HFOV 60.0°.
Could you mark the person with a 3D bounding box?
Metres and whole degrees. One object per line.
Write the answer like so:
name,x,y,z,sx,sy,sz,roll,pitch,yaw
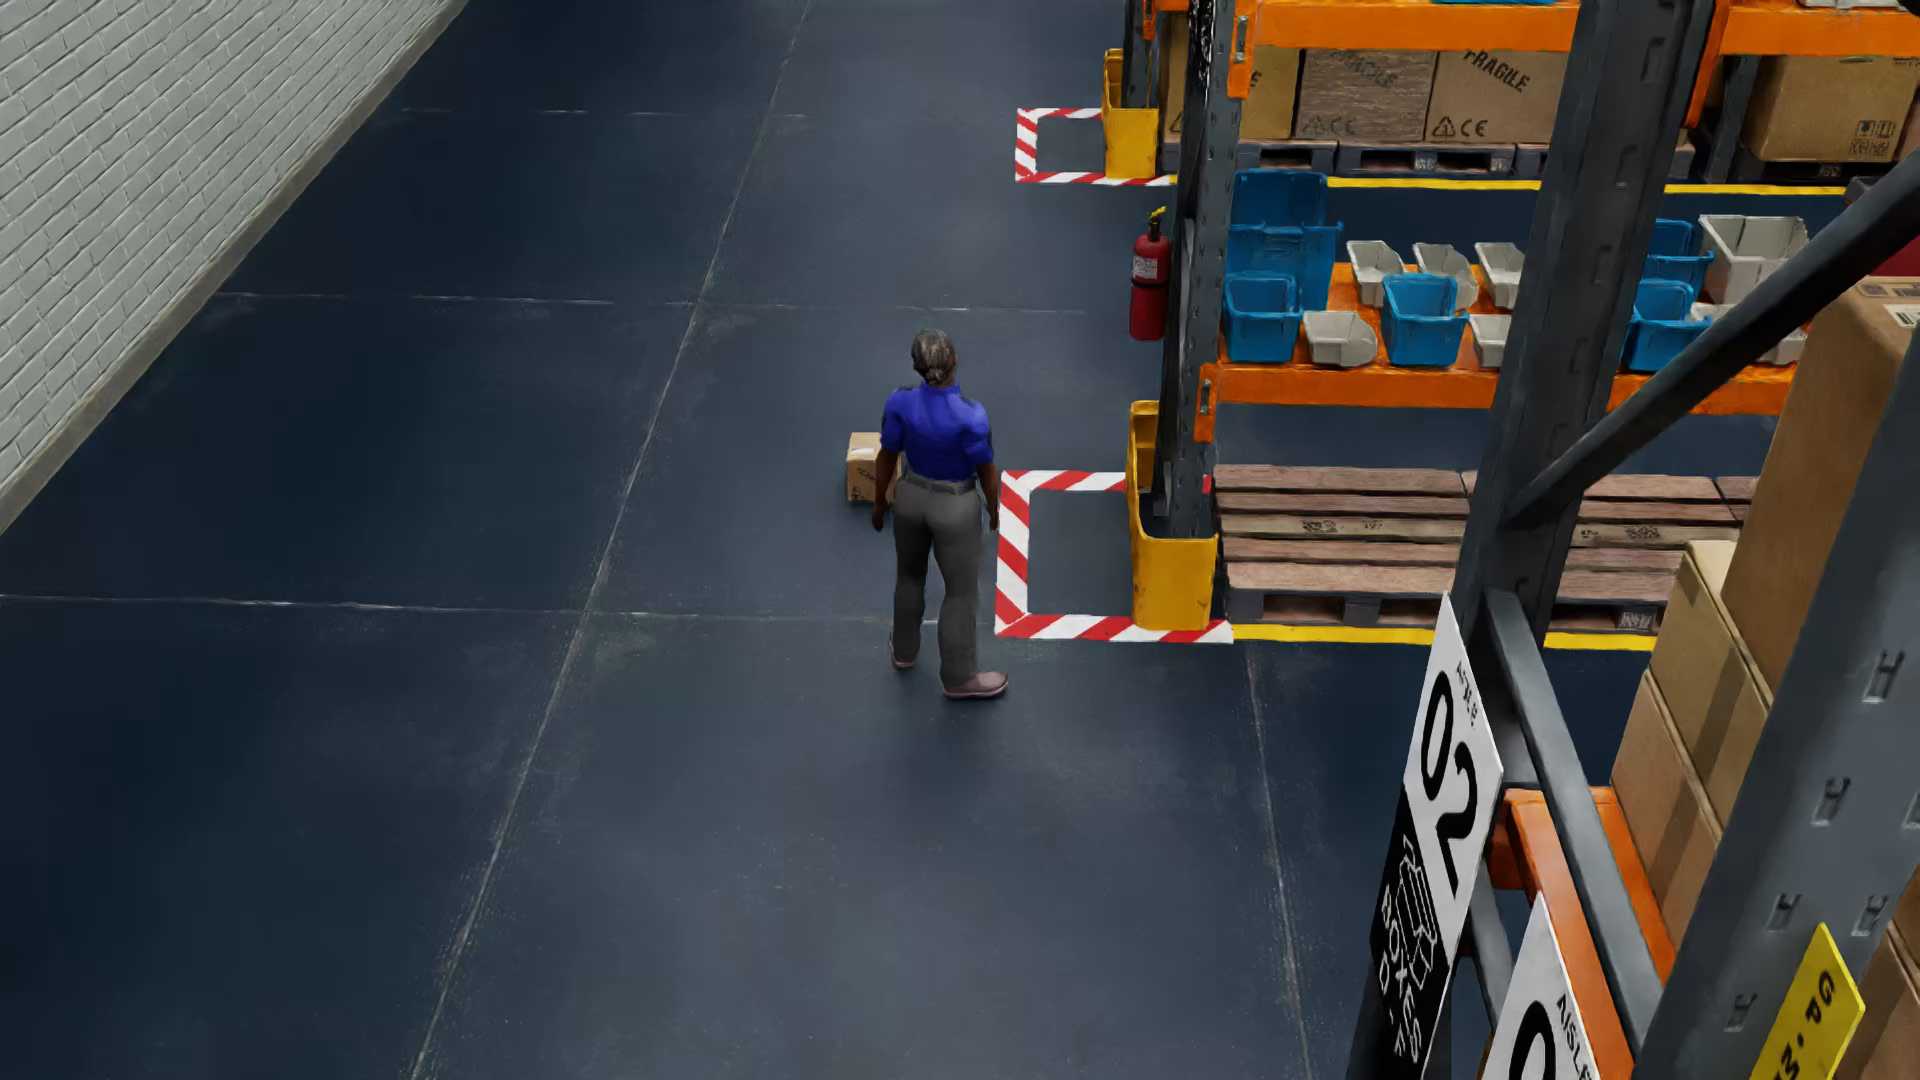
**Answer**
person,-0.072,-0.108,6.776,0.613,1.666,0.384,14,38,19
